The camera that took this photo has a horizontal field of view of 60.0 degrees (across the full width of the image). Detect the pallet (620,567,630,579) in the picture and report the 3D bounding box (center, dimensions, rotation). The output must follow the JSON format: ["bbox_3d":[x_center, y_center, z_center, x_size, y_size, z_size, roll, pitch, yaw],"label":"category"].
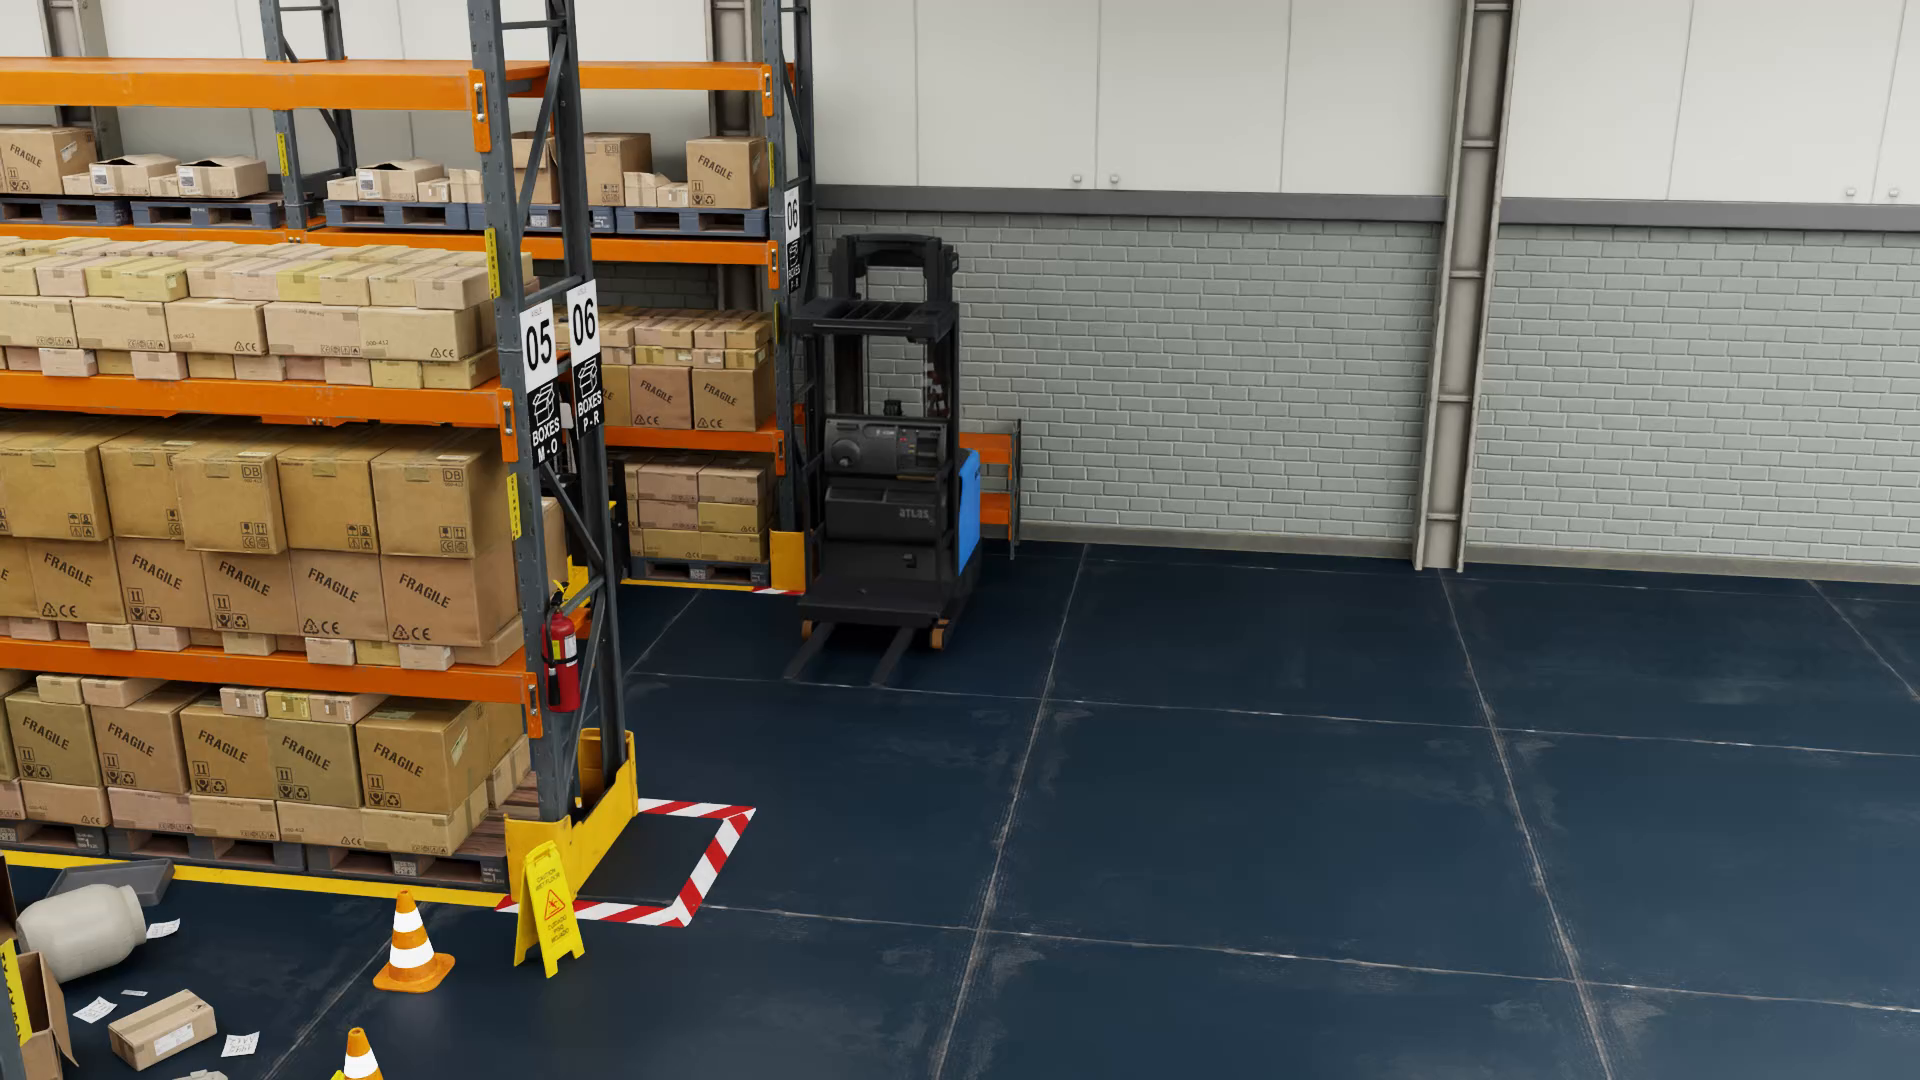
[{"bbox_3d":[-3.281,0.042,14.346,1.213,0.211,1.003,3,19,9],"label":"pallet"}]

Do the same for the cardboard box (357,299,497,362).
[{"bbox_3d":[-2.650,-1.072,8.319,0.500,0.250,0.500,3,19,8],"label":"cardboard box"}]

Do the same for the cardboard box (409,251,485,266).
[{"bbox_3d":[-2.671,-1.409,8.699,0.250,0.149,0.380,3,19,8],"label":"cardboard box"}]

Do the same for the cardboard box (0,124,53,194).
[{"bbox_3d":[-8.026,-3.205,13.952,0.500,0.500,0.700,3,19,8],"label":"cardboard box"}]

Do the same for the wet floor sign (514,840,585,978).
[{"bbox_3d":[-2.084,1.823,8.337,0.232,0.644,0.267,10,21,27],"label":"wet floor sign"}]

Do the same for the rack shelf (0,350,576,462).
[{"bbox_3d":[-4.076,-0.820,8.933,4.000,0.370,1.077,3,19,9],"label":"rack shelf"}]

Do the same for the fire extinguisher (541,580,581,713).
[{"bbox_3d":[-2.062,0.549,8.557,0.183,0.674,0.296,3,19,9],"label":"fire extinguisher"}]

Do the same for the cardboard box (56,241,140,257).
[{"bbox_3d":[-4.672,-1.526,9.047,0.250,0.149,0.380,3,19,8],"label":"cardboard box"}]

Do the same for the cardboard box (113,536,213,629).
[{"bbox_3d":[-4.166,0.148,9.007,0.500,0.500,0.500,3,19,9],"label":"cardboard box"}]

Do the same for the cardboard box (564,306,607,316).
[{"bbox_3d":[-3.138,-1.860,13.986,0.250,0.149,0.380,3,19,9],"label":"cardboard box"}]

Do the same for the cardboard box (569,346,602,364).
[{"bbox_3d":[-2.975,-1.535,13.483,0.250,0.149,0.380,3,19,9],"label":"cardboard box"}]

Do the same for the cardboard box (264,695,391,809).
[{"bbox_3d":[-3.450,1.127,9.196,0.500,0.500,0.500,4,19,11],"label":"cardboard box"}]

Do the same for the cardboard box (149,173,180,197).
[{"bbox_3d":[-6.401,-2.905,13.606,0.250,0.149,0.380,3,19,9],"label":"cardboard box"}]

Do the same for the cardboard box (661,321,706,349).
[{"bbox_3d":[-2.216,-1.649,13.355,0.250,0.149,0.380,3,19,10],"label":"cardboard box"}]

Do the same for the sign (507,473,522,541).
[{"bbox_3d":[-2.209,-0.164,8.243,0.005,0.325,0.100,3,19,9],"label":"sign"}]

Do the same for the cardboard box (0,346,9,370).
[{"bbox_3d":[-5.029,-1.017,8.783,0.250,0.149,0.380,3,19,10],"label":"cardboard box"}]

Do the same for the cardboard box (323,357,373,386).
[{"bbox_3d":[-3.006,-0.898,8.428,0.250,0.149,0.380,3,19,10],"label":"cardboard box"}]

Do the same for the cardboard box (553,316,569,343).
[{"bbox_3d":[-3.220,-1.717,13.558,0.250,0.149,0.380,3,19,9],"label":"cardboard box"}]

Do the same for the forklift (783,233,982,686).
[{"bbox_3d":[-0.595,-0.695,12.261,1.130,2.935,3.031,3,19,10],"label":"forklift"}]

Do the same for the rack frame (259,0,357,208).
[{"bbox_3d":[-5.267,-4.240,13.292,0.127,3.000,1.000,3,19,9],"label":"rack frame"}]

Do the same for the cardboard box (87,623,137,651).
[{"bbox_3d":[-4.529,0.463,9.086,0.250,0.149,0.380,3,19,9],"label":"cardboard box"}]

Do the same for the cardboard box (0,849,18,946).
[{"bbox_3d":[-5.209,1.825,8.557,0.500,0.500,0.500,-15,24,-38],"label":"cardboard box"}]

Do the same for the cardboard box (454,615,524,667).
[{"bbox_3d":[-2.505,0.529,8.890,0.250,0.149,0.380,4,19,10],"label":"cardboard box"}]

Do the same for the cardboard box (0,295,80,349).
[{"bbox_3d":[-4.657,-1.172,8.617,0.500,0.250,0.500,3,19,9],"label":"cardboard box"}]

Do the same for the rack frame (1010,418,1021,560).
[{"bbox_3d":[0.480,-0.441,14.349,0.032,1.125,0.500,3,19,8],"label":"rack frame"}]

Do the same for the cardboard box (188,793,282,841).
[{"bbox_3d":[-3.970,1.457,9.392,0.500,0.250,0.500,2,19,7],"label":"cardboard box"}]

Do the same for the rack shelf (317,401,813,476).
[{"bbox_3d":[-3.293,-0.953,14.057,4.000,0.370,1.077,3,19,9],"label":"rack shelf"}]

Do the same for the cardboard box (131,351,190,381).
[{"bbox_3d":[-4.022,-0.935,8.539,0.250,0.149,0.380,3,19,8],"label":"cardboard box"}]

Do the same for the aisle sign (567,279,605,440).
[{"bbox_3d":[-1.991,-0.965,8.862,0.004,0.787,0.394,3,19,9],"label":"aisle sign"}]

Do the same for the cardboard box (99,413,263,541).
[{"bbox_3d":[-4.129,-0.348,8.913,0.500,0.500,0.700,3,19,8],"label":"cardboard box"}]

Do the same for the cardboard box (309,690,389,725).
[{"bbox_3d":[-3.307,0.847,9.010,0.250,0.149,0.380,3,19,10],"label":"cardboard box"}]

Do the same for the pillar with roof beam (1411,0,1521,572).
[{"bbox_3d":[3.379,-2.705,8.705,0.400,9.000,9.100,3,19,9],"label":"pillar with roof beam"}]

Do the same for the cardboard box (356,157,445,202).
[{"bbox_3d":[-4.485,-2.903,13.346,0.500,0.311,0.500,3,19,10],"label":"cardboard box"}]

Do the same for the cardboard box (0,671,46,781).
[{"bbox_3d":[-5.511,1.024,9.505,0.500,0.500,0.500,4,19,11],"label":"cardboard box"}]

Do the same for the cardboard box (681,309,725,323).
[{"bbox_3d":[-2.132,-1.806,13.824,0.250,0.149,0.380,3,19,10],"label":"cardboard box"}]

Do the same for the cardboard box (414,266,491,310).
[{"bbox_3d":[-2.482,-1.244,8.206,0.250,0.149,0.380,3,19,9],"label":"cardboard box"}]

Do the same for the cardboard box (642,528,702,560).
[{"bbox_3d":[-2.321,-0.041,13.870,0.500,0.250,0.500,3,19,9],"label":"cardboard box"}]

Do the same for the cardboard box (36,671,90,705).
[{"bbox_3d":[-4.890,0.767,9.251,0.250,0.149,0.380,4,19,11],"label":"cardboard box"}]

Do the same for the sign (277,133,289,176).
[{"bbox_3d":[-5.344,-3.041,13.126,0.005,0.325,0.100,3,19,9],"label":"sign"}]

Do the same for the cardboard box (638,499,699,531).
[{"bbox_3d":[-2.342,-0.281,13.798,0.500,0.250,0.500,3,19,8],"label":"cardboard box"}]

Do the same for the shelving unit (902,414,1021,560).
[{"bbox_3d":[-0.023,-0.465,14.420,1.048,1.125,0.538,3,19,8],"label":"shelving unit"}]

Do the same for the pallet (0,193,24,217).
[{"bbox_3d":[-8.532,-2.923,14.381,1.003,0.211,1.213,4,19,11],"label":"pallet"}]

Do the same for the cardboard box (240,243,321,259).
[{"bbox_3d":[-3.649,-1.498,8.965,0.250,0.149,0.380,3,19,10],"label":"cardboard box"}]

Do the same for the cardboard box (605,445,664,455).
[{"bbox_3d":[-2.748,-0.699,14.260,0.500,0.250,0.500,3,19,8],"label":"cardboard box"}]

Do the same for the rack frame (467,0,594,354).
[{"bbox_3d":[-2.102,-2.483,8.042,0.127,3.000,1.000,3,19,9],"label":"rack frame"}]

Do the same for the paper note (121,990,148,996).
[{"bbox_3d":[-4.047,2.220,8.151,0.123,0.001,0.032,3,19,9],"label":"paper note"}]

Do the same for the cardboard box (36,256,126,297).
[{"bbox_3d":[-4.497,-1.354,8.535,0.250,0.149,0.380,3,19,8],"label":"cardboard box"}]

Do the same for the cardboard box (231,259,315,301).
[{"bbox_3d":[-3.468,-1.320,8.432,0.250,0.149,0.380,3,19,9],"label":"cardboard box"}]

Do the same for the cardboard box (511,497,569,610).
[{"bbox_3d":[-2.525,0.063,9.262,0.500,0.500,0.500,3,19,8],"label":"cardboard box"}]

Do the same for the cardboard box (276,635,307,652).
[{"bbox_3d":[-3.512,0.471,9.063,0.250,0.149,0.380,3,19,9],"label":"cardboard box"}]

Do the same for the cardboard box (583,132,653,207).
[{"bbox_3d":[-2.789,-2.939,13.154,0.500,0.500,0.700,3,19,9],"label":"cardboard box"}]

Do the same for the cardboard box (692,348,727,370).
[{"bbox_3d":[-1.962,-1.482,13.324,0.250,0.149,0.380,3,19,10],"label":"cardboard box"}]

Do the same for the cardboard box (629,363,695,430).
[{"bbox_3d":[-2.356,-1.212,13.541,0.500,0.500,0.500,4,19,10],"label":"cardboard box"}]

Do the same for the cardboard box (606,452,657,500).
[{"bbox_3d":[-2.827,-0.534,13.768,0.500,0.250,0.500,3,19,9],"label":"cardboard box"}]
